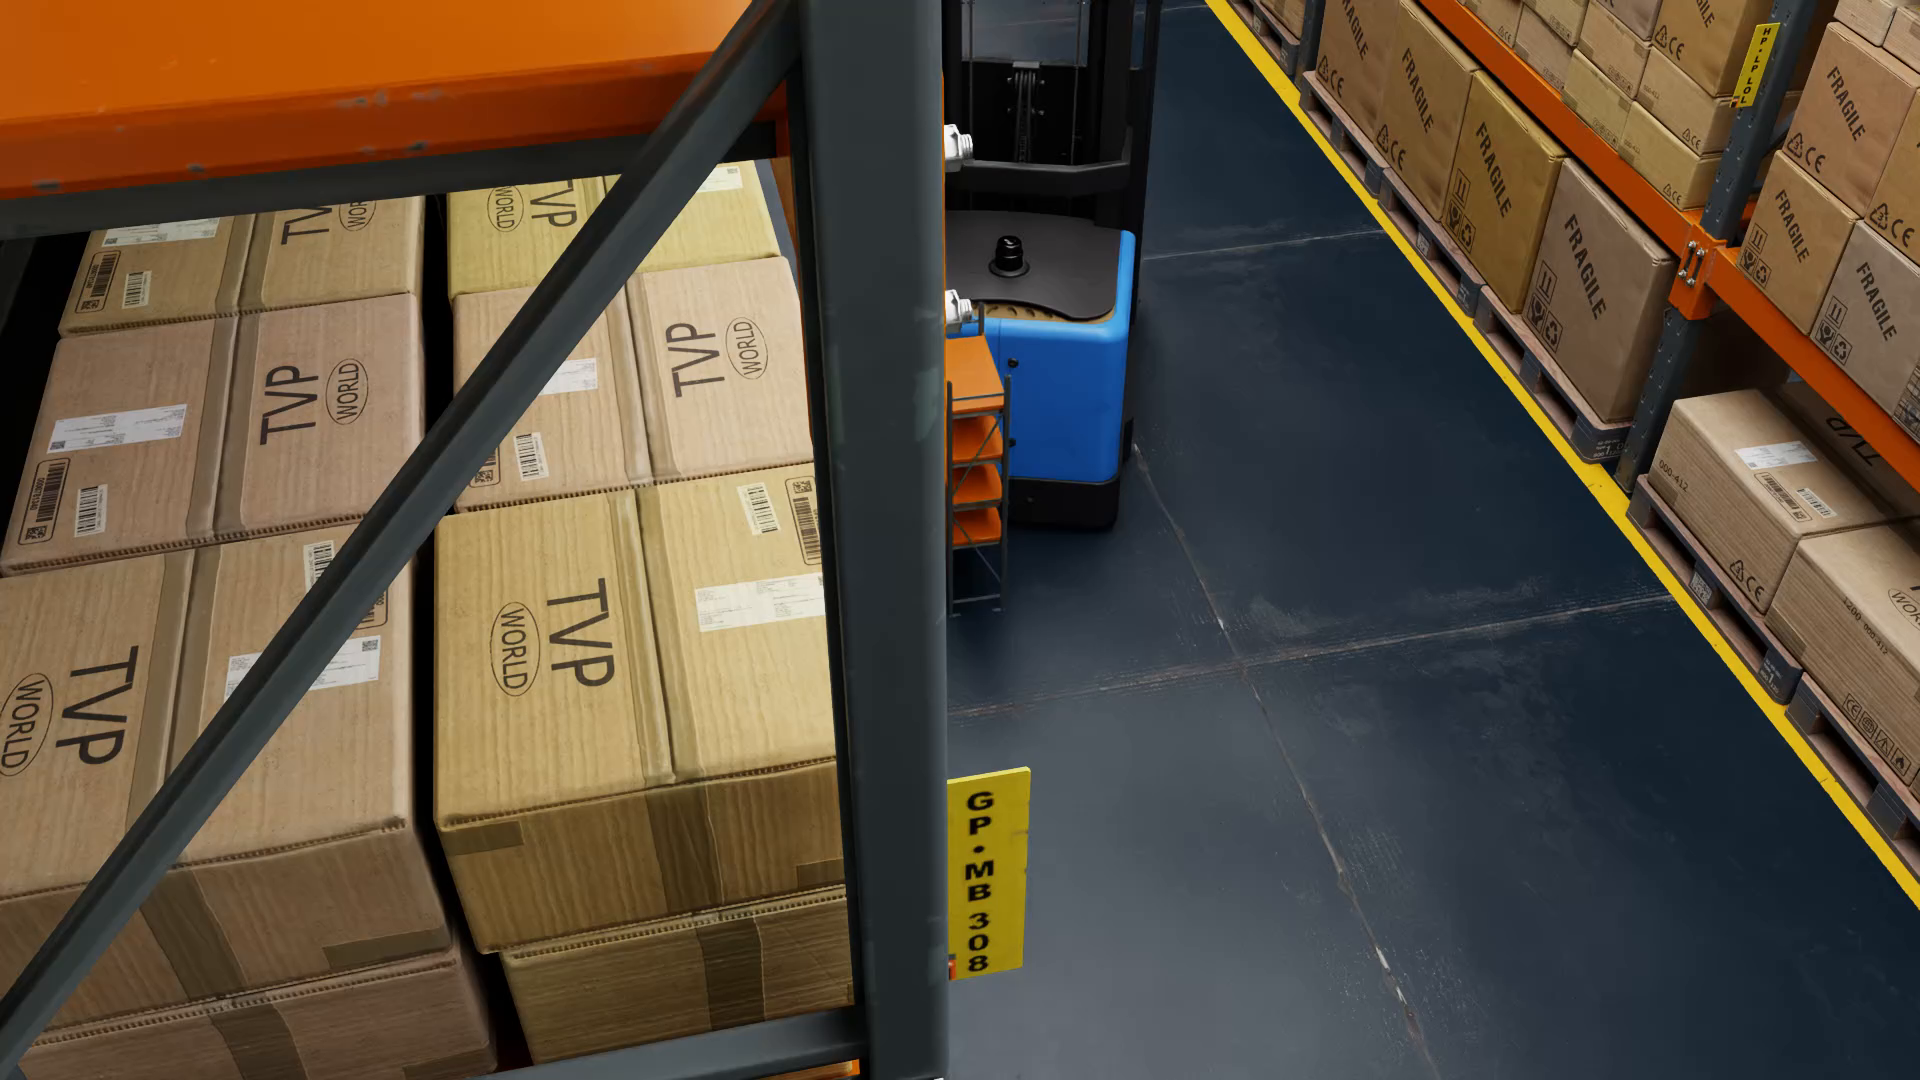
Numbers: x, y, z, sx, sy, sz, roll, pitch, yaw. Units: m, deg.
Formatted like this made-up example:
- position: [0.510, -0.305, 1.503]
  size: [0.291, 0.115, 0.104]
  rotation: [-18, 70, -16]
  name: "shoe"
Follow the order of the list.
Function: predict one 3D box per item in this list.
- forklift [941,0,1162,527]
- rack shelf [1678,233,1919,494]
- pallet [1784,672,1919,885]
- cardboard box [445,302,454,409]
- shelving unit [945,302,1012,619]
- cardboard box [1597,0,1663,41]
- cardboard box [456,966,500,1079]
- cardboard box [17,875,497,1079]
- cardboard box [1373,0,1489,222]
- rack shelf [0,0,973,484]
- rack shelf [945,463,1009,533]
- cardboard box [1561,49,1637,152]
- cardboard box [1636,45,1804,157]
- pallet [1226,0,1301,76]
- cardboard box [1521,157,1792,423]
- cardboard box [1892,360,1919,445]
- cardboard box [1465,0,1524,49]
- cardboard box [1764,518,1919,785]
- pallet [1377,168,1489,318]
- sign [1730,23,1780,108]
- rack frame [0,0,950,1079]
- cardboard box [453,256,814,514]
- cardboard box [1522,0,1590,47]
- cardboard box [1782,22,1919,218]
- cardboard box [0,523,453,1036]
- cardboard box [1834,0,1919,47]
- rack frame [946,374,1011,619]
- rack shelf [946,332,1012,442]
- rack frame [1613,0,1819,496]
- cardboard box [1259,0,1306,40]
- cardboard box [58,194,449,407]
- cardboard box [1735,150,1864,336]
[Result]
- position: [0.332, -2.129, 7.441]
  size: [1.130, 2.935, 3.031]
  rotation: [4, 42, 5]
  name: "forklift"
- position: [3.902, 0.131, 5.384]
  size: [1.077, 0.370, 4.000]
  rotation: [-8, 42, -9]
  name: "rack shelf"
- position: [3.825, 0.905, 6.071]
  size: [1.003, 0.211, 1.213]
  rotation: [-8, 42, -9]
  name: "pallet"
- position: [-1.099, -0.211, 2.857]
  size: [0.500, 0.250, 0.500]
  rotation: [-9, 42, -10]
  name: "cardboard box"
- position: [0.022, -0.303, 6.687]
  size: [0.258, 1.200, 0.503]
  rotation: [-7, 42, -8]
  name: "shelving unit"
- position: [3.010, -2.433, 6.903]
  size: [0.500, 0.500, 0.500]
  rotation: [-8, 42, -8]
  name: "cardboard box"
- position: [-0.807, 0.670, 2.165]
  size: [0.380, 0.149, 0.250]
  rotation: [-7, 42, -8]
  name: "cardboard box"
- position: [-0.873, 0.446, 2.117]
  size: [0.500, 0.250, 0.500]
  rotation: [-9, 42, -10]
  name: "cardboard box"
- position: [2.864, -2.351, 8.923]
  size: [0.875, 0.875, 0.875]
  rotation: [-8, 42, -9]
  name: "cardboard box"
- position: [-0.943, -1.397, 2.590]
  size: [1.077, 0.370, 4.000]
  rotation: [-8, 42, -9]
  name: "rack shelf"
- position: [0.022, -0.252, 6.732]
  size: [0.258, 0.148, 0.480]
  rotation: [-7, 42, -8]
  name: "rack shelf"
- position: [3.019, -1.963, 7.315]
  size: [0.500, 0.250, 0.500]
  rotation: [-9, 42, -10]
  name: "cardboard box"
- position: [3.138, -1.816, 6.773]
  size: [0.500, 0.250, 0.500]
  rotation: [-8, 42, -9]
  name: "cardboard box"
- position: [2.440, -3.491, 11.024]
  size: [1.003, 0.211, 1.213]
  rotation: [-8, 42, -9]
  name: "pallet"
- position: [3.259, -1.187, 7.612]
  size: [0.875, 0.875, 0.875]
  rotation: [-7, 42, -8]
  name: "cardboard box"
- position: [3.522, -0.480, 5.456]
  size: [0.500, 0.500, 0.500]
  rotation: [-8, 42, -9]
  name: "cardboard box"
- position: [2.813, -2.627, 8.063]
  size: [0.500, 0.250, 0.500]
  rotation: [-8, 42, -9]
  name: "cardboard box"
- position: [3.695, 0.370, 6.188]
  size: [0.875, 0.438, 0.875]
  rotation: [-10, 42, -11]
  name: "cardboard box"
- position: [2.964, -1.673, 8.976]
  size: [1.003, 0.211, 1.213]
  rotation: [-8, 42, -9]
  name: "pallet"
- position: [2.943, -1.753, 6.153]
  size: [0.100, 0.325, 0.005]
  rotation: [-8, 42, -9]
  name: "sign"
- position: [-0.512, -0.371, 0.890]
  size: [1.000, 3.000, 0.127]
  rotation: [-8, 42, -9]
  name: "rack frame"
- position: [-0.454, -0.148, 2.409]
  size: [0.500, 0.250, 0.500]
  rotation: [-9, 42, -10]
  name: "cardboard box"
- position: [2.905, -2.474, 7.514]
  size: [0.500, 0.250, 0.500]
  rotation: [-7, 42, -8]
  name: "cardboard box"
- position: [3.337, -1.502, 5.854]
  size: [0.500, 0.500, 0.500]
  rotation: [-8, 42, -9]
  name: "cardboard box"
- position: [-0.880, 0.260, 1.950]
  size: [0.500, 0.250, 0.500]
  rotation: [-9, 42, -10]
  name: "cardboard box"
- position: [3.285, -1.846, 5.753]
  size: [0.380, 0.149, 0.250]
  rotation: [-9, 42, -10]
  name: "cardboard box"
- position: [0.068, -0.144, 6.508]
  size: [0.240, 1.200, 0.015]
  rotation: [-7, 42, -8]
  name: "rack frame"
- position: [0.022, -0.597, 6.426]
  size: [0.258, 0.148, 0.480]
  rotation: [-7, 42, -8]
  name: "rack shelf"
- position: [3.471, -1.434, 6.606]
  size: [1.000, 3.000, 0.127]
  rotation: [-8, 42, -9]
  name: "rack frame"
- position: [2.495, -3.569, 10.674]
  size: [0.950, 0.372, 0.625]
  rotation: [-11, 43, -12]
  name: "cardboard box"
- position: [-1.113, -0.410, 2.705]
  size: [0.500, 0.250, 0.500]
  rotation: [-8, 42, -9]
  name: "cardboard box"
- position: [3.316, -1.130, 6.188]
  size: [0.500, 0.500, 0.500]
  rotation: [-7, 42, -8]
  name: "cardboard box"
